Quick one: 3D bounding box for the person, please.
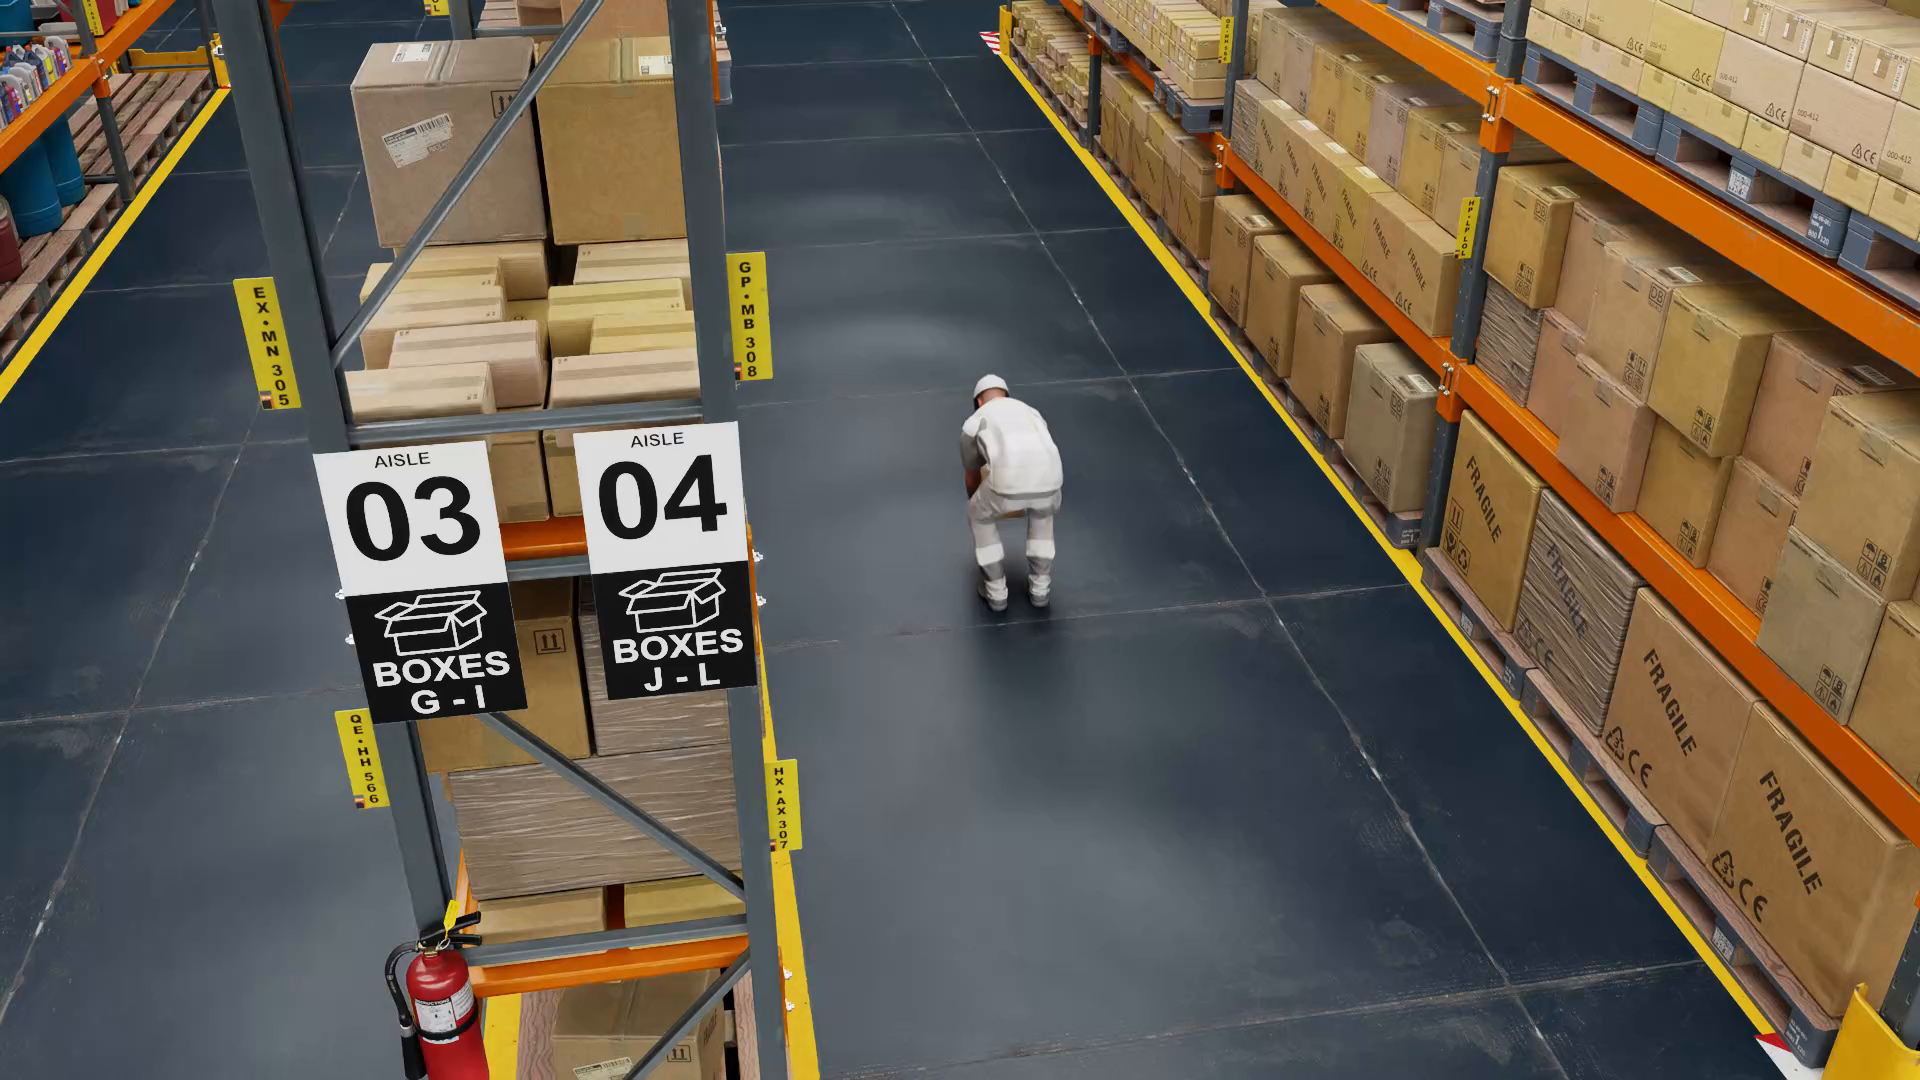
[{"bbox_3d":[0.266,-0.254,9.214,0.524,1.112,0.954,-7,31,-11],"label":"person"}]
